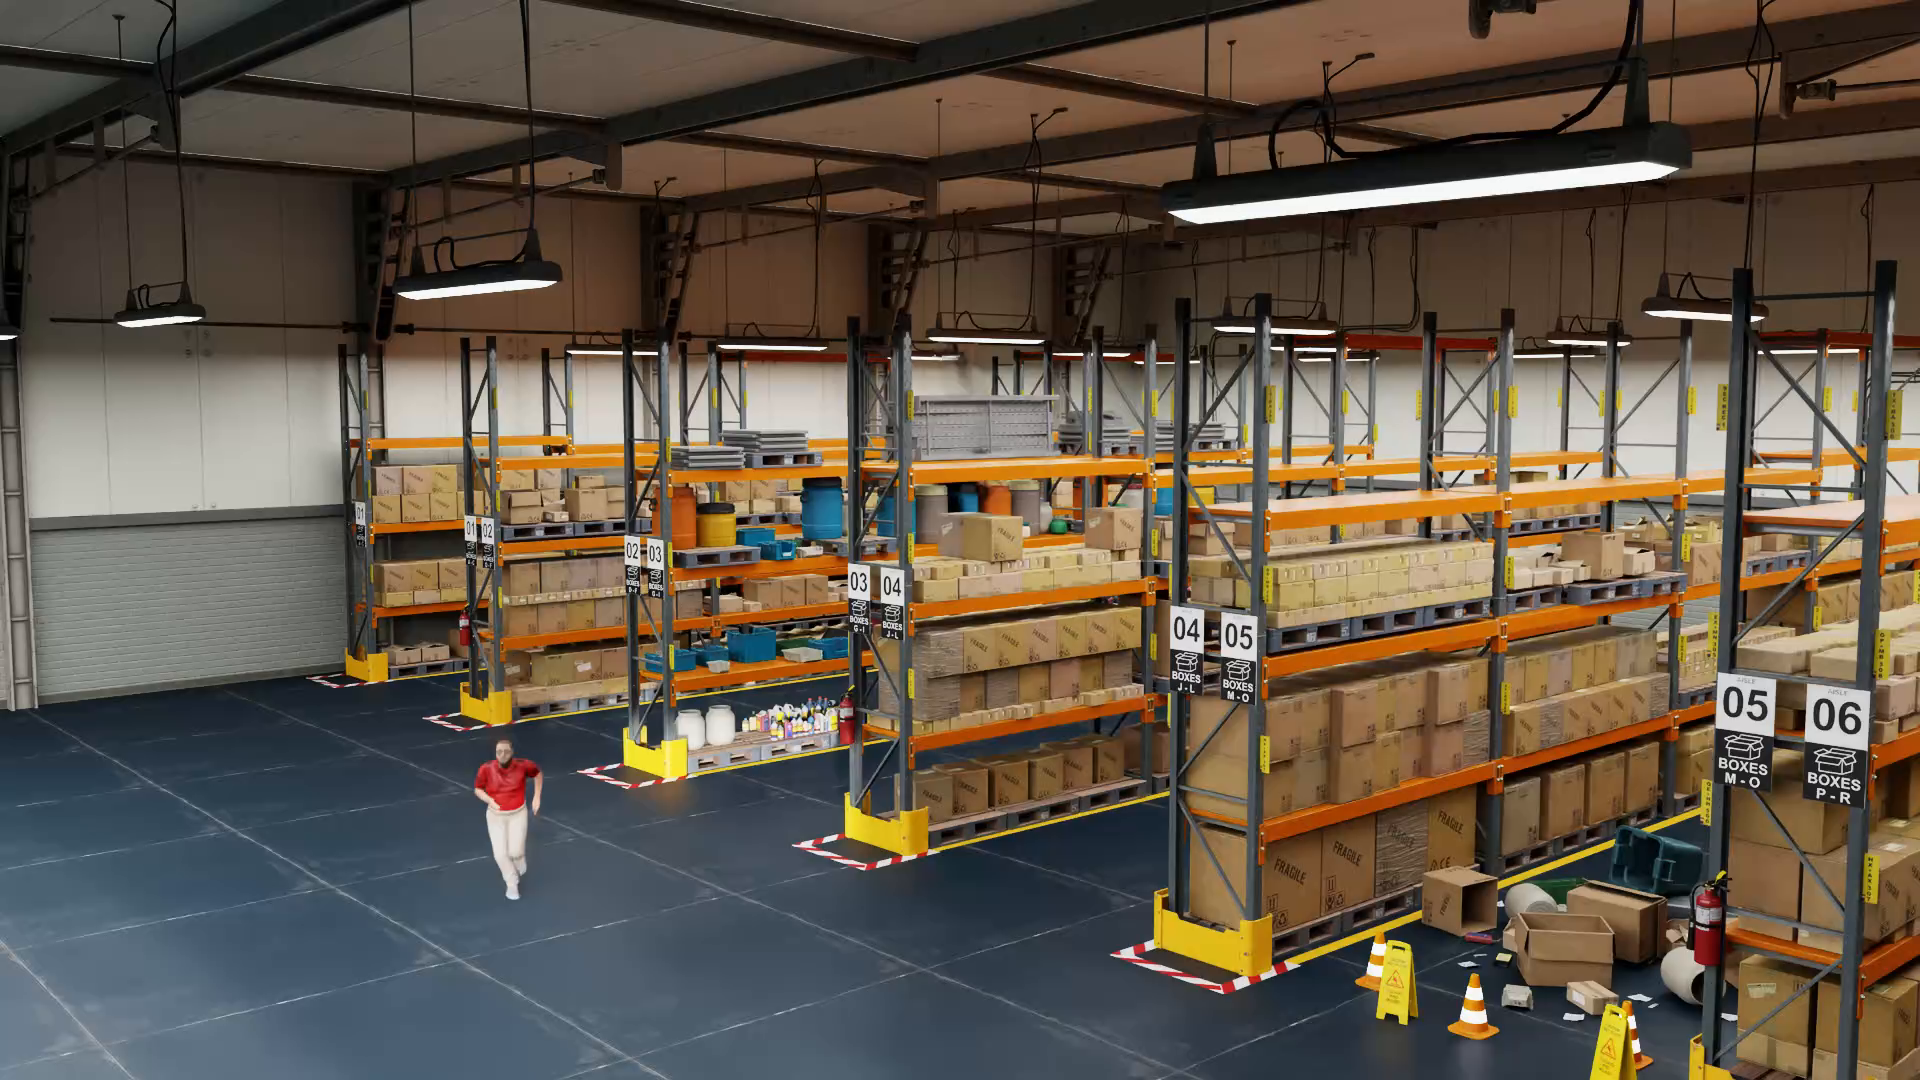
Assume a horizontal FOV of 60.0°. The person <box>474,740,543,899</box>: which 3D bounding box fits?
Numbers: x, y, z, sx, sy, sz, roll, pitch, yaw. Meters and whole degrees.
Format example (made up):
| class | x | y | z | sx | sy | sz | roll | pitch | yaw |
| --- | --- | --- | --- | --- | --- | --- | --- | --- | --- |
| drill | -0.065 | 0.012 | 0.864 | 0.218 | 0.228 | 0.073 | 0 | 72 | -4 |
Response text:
| class | x | y | z | sx | sy | sz | roll | pitch | yaw |
| --- | --- | --- | --- | --- | --- | --- | --- | --- | --- |
| person | -4.605 | 2.832 | 16.925 | 0.628 | 1.665 | 0.746 | -1 | 5 | -6 |
